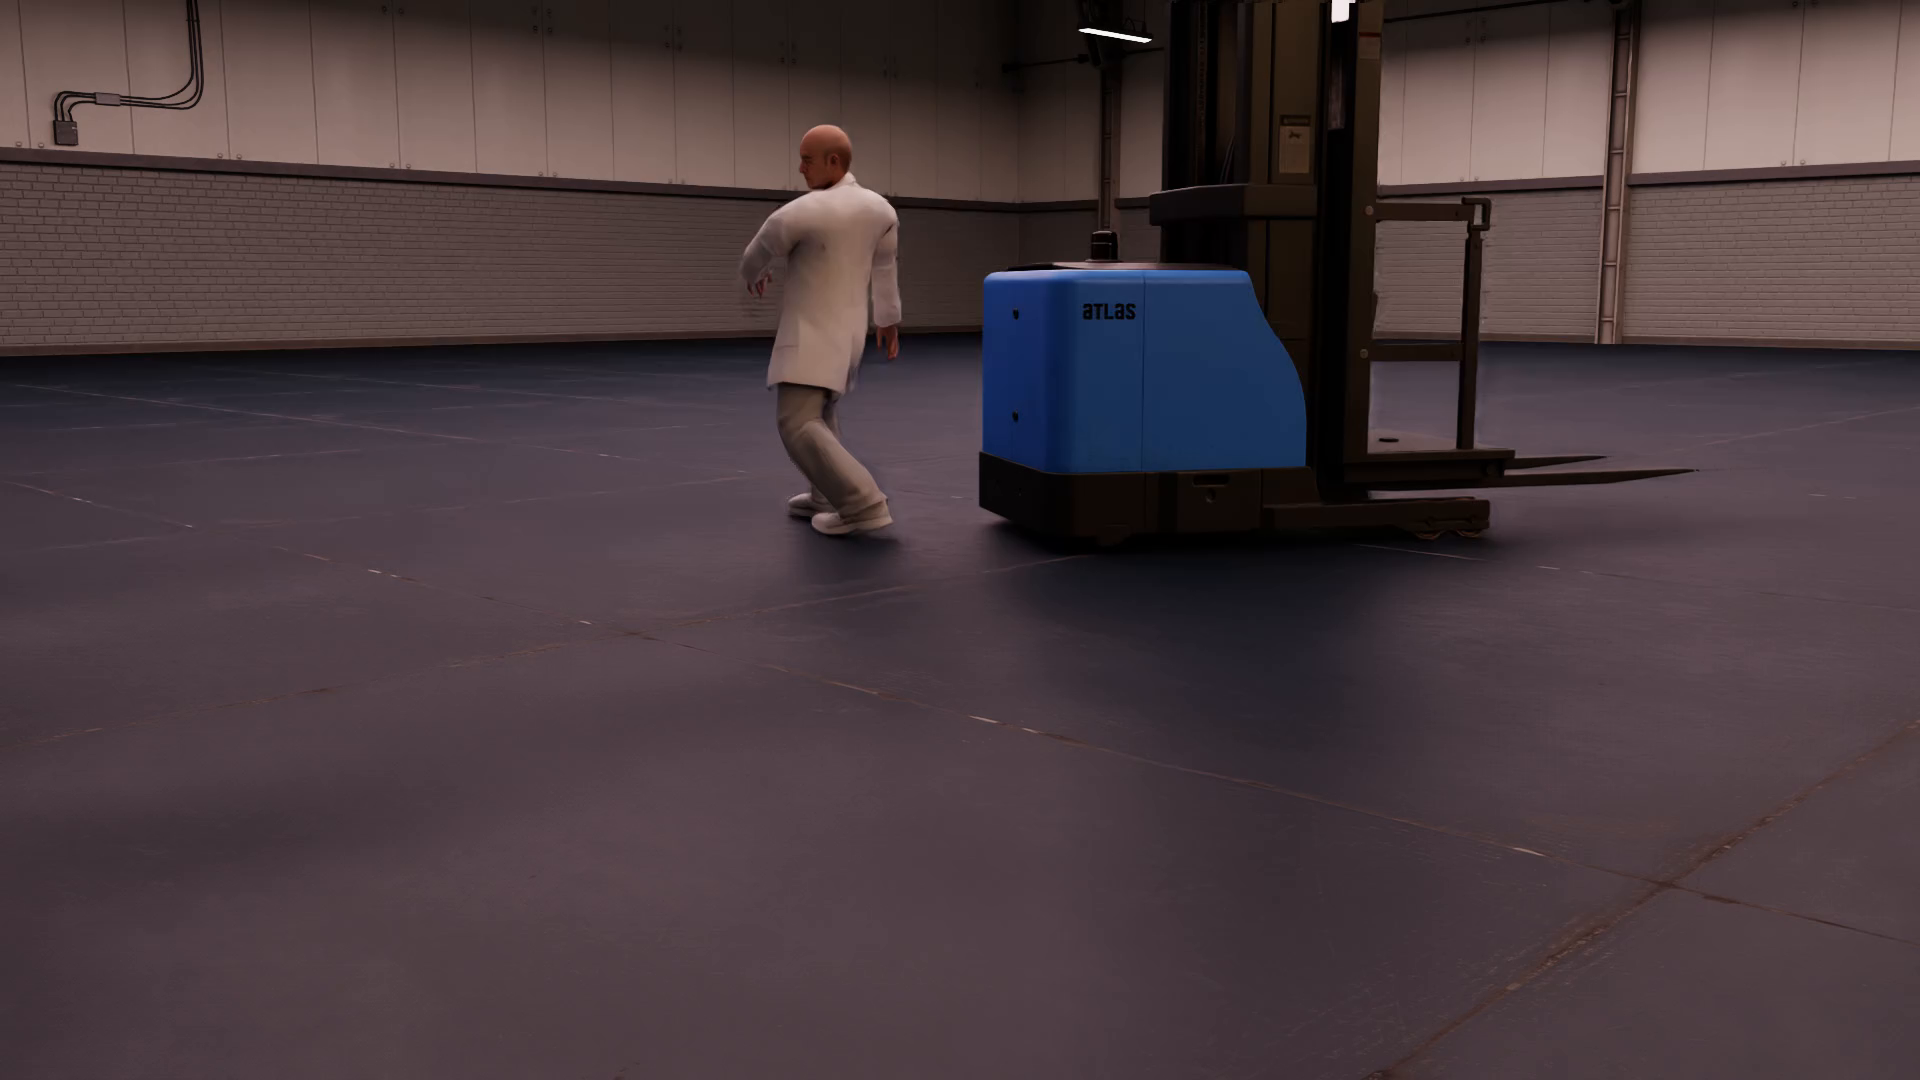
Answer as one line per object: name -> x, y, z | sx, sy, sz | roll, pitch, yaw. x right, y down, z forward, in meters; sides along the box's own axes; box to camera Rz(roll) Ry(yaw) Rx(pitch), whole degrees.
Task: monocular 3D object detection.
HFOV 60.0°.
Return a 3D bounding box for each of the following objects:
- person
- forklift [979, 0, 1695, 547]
person -> -0.535, -0.882, 7.012 | 0.889, 1.656, 0.783 | 5, 10, 30
forklift -> 1.658, -1.521, 6.977 | 3.031, 2.935, 1.130 | -2, 9, -15
